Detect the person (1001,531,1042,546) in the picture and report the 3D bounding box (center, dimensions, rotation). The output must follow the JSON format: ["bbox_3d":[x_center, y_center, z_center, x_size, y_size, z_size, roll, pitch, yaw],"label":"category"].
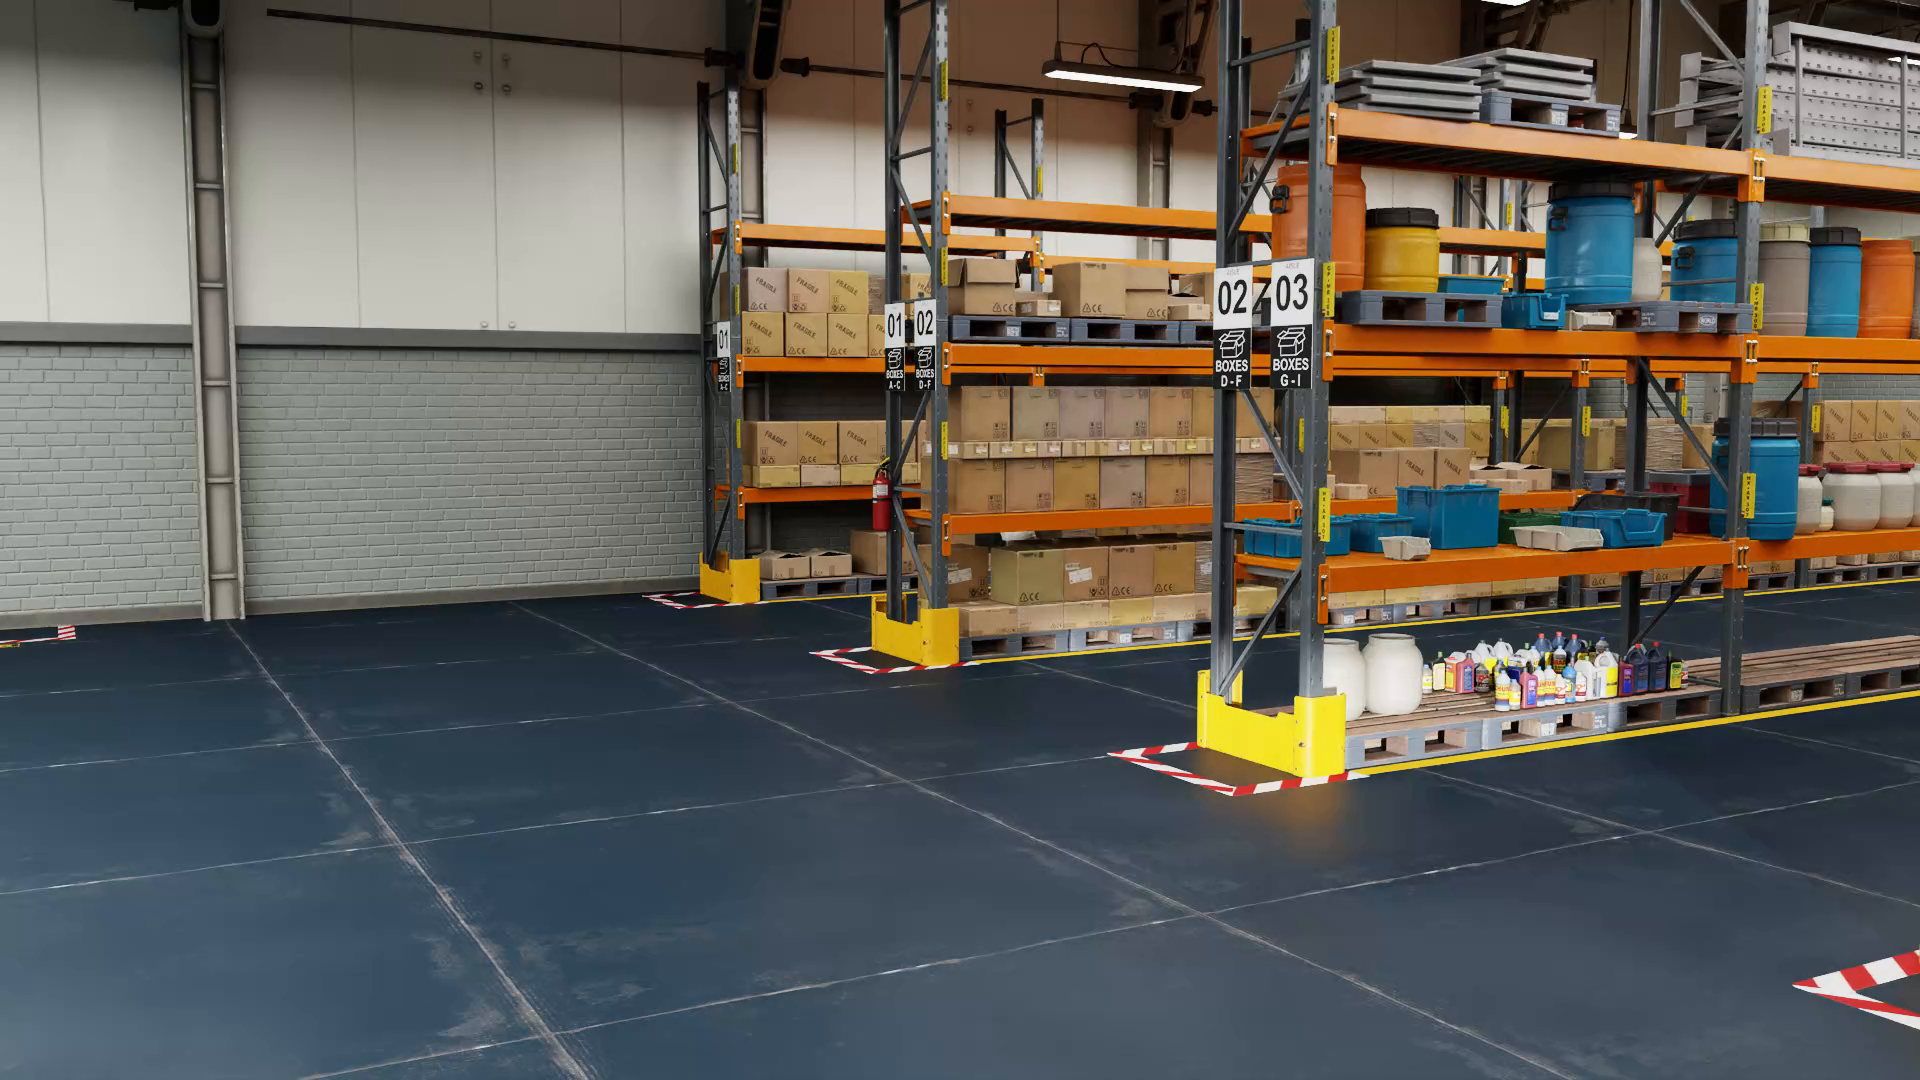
[{"bbox_3d":[0.681,-0.024,17.455,0.463,1.757,0.633,-3,6,-30],"label":"person"}]
